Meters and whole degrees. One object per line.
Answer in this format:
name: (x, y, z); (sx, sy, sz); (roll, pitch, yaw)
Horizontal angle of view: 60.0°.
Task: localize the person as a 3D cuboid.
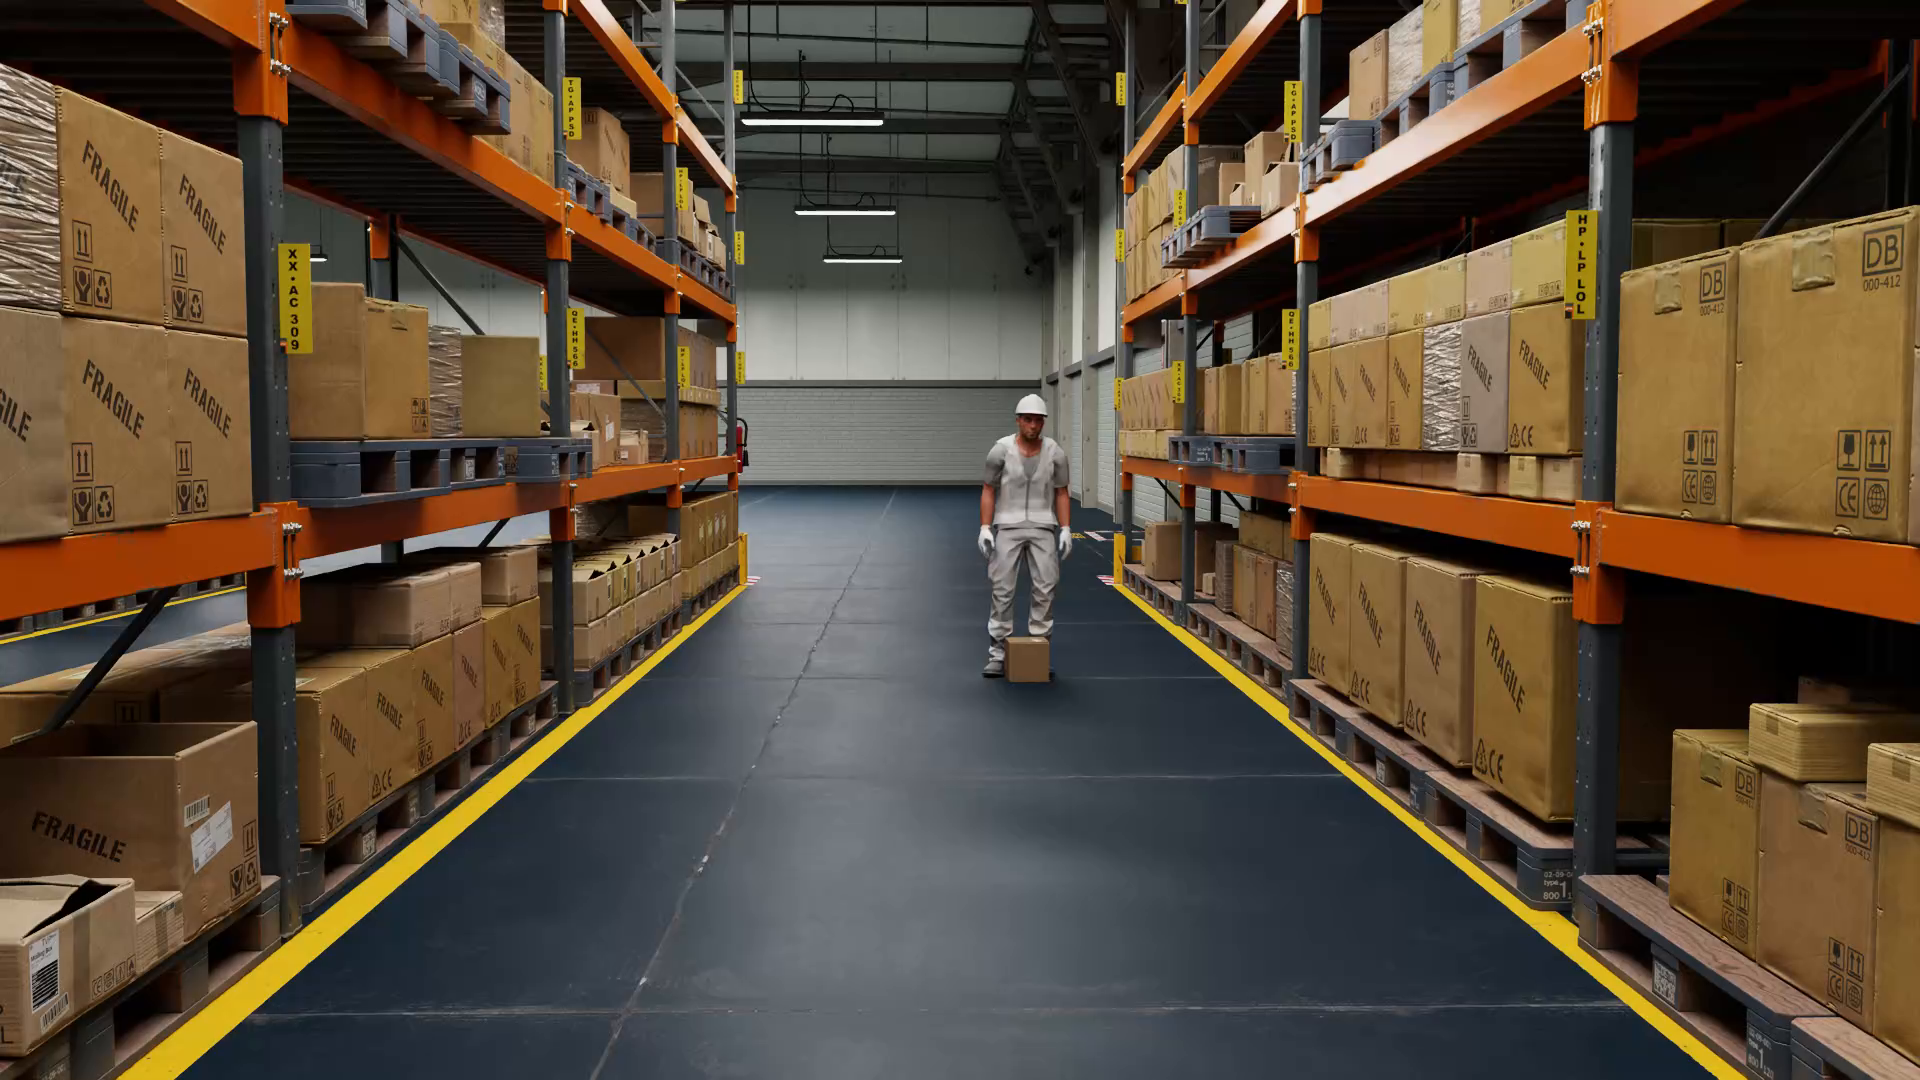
person: (0.417, -0.030, 10.538); (0.610, 1.777, 0.452); (0, 4, -4)
